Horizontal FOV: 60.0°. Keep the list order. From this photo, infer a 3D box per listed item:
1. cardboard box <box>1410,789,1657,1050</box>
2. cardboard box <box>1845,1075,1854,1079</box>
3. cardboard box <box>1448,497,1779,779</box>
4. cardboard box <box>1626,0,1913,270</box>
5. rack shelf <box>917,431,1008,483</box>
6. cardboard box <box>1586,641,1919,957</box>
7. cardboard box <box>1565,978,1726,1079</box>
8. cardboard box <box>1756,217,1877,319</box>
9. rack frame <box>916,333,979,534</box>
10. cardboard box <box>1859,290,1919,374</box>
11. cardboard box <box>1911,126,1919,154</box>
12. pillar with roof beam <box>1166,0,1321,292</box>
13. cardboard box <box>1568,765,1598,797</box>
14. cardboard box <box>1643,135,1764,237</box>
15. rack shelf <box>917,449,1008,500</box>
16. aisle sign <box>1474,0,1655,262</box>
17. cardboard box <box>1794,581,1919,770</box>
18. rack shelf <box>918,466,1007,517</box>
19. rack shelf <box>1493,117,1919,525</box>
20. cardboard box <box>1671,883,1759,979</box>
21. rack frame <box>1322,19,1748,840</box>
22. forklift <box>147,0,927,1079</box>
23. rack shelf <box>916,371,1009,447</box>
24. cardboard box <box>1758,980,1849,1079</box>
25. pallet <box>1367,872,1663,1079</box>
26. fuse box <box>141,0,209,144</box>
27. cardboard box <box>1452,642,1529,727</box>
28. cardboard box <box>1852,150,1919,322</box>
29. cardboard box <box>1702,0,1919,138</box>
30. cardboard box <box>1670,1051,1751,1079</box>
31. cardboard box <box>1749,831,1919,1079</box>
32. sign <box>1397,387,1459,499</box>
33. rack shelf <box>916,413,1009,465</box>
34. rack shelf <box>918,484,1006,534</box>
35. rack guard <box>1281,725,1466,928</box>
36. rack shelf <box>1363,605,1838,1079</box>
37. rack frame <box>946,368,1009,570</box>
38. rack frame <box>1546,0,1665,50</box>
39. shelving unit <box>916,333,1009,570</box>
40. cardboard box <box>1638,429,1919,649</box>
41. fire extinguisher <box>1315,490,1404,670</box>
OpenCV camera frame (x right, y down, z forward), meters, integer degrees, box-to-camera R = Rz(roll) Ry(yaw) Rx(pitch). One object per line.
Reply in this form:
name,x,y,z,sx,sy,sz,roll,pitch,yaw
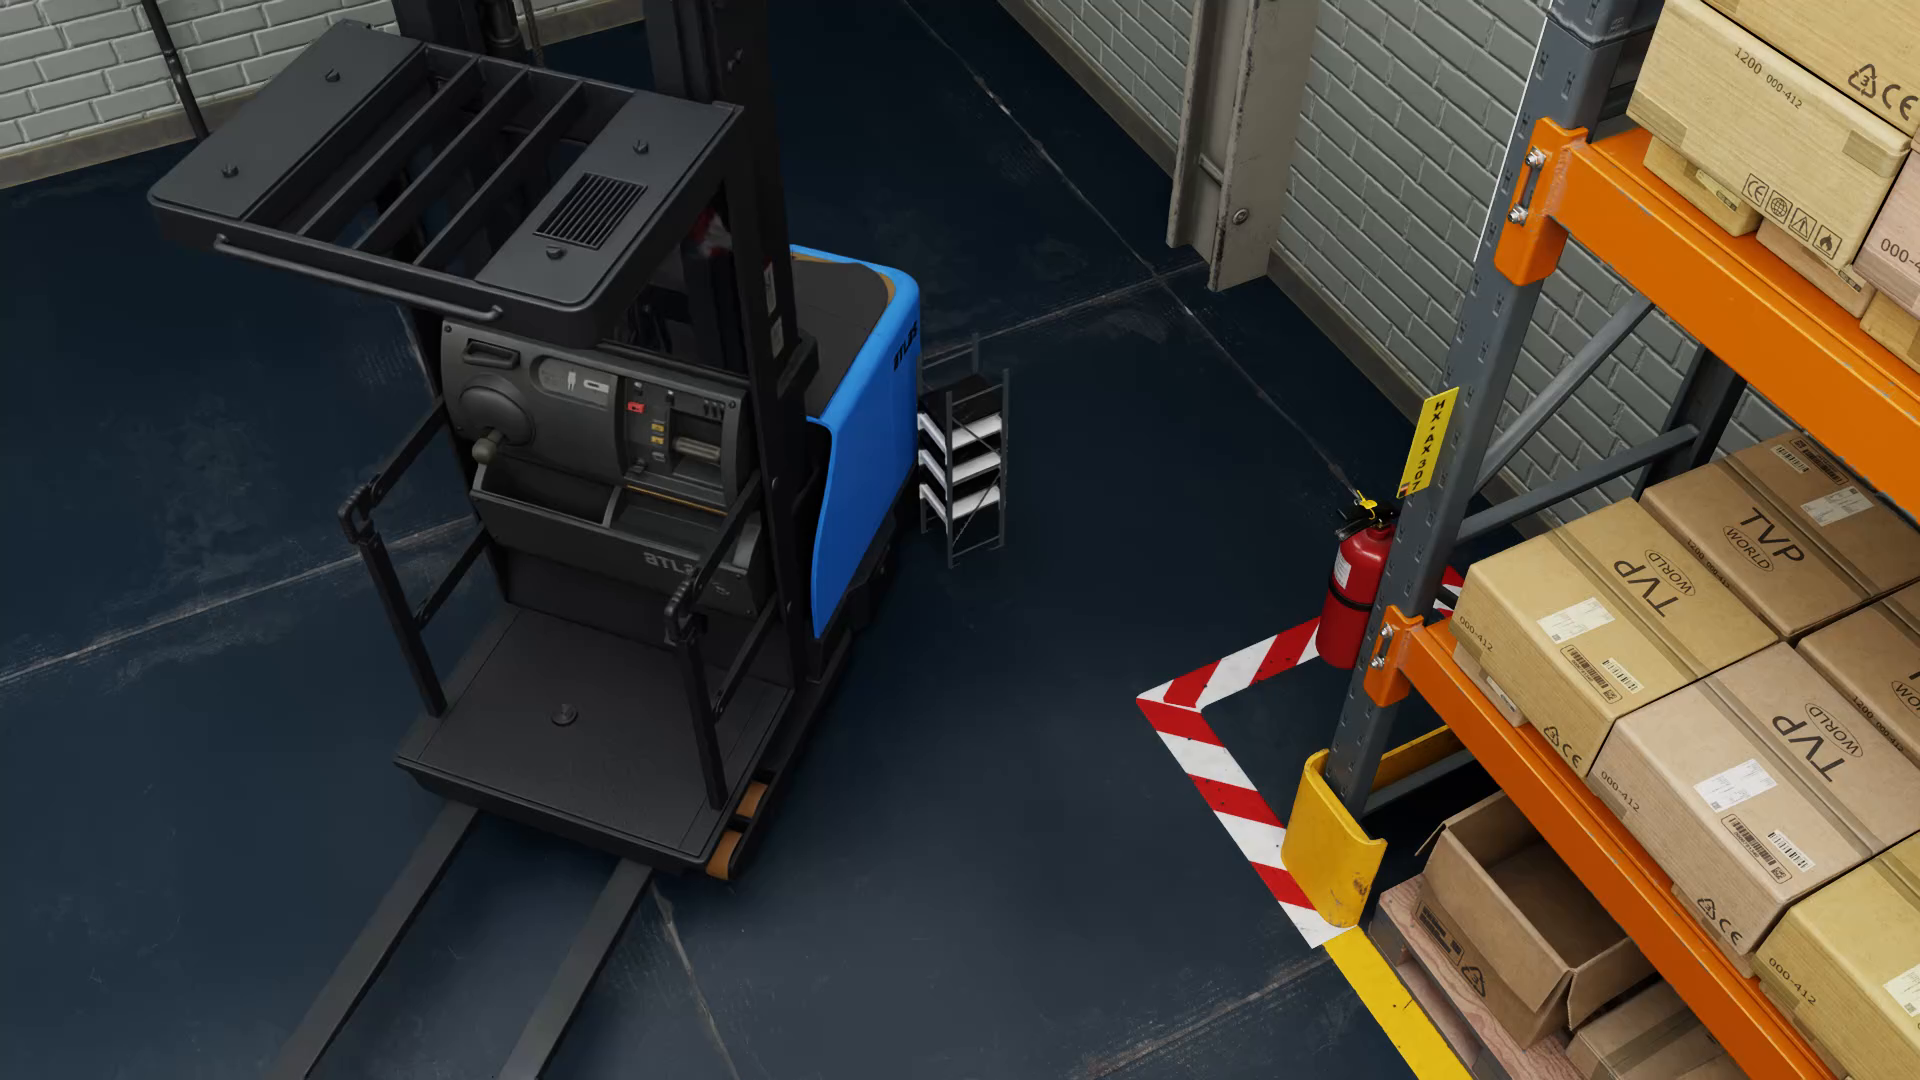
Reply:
cardboard box,1.770,1.000,4.762,0.797,0.503,0.637,-23,53,-19
cardboard box,2.026,1.151,3.418,0.380,0.149,0.250,-23,53,-19
cardboard box,1.542,0.222,3.965,0.500,0.250,0.500,-21,52,-17
cardboard box,1.534,-0.771,2.841,0.500,0.250,0.500,-22,52,-18
rack shelf,0.008,-0.336,5.871,0.258,0.077,0.200,-23,53,-19
cardboard box,1.773,0.559,3.670,0.500,0.250,0.500,-21,52,-17
cardboard box,1.929,1.414,4.635,0.380,0.149,0.250,-23,53,-19
cardboard box,1.656,-0.571,2.931,0.380,0.149,0.250,-20,52,-17
rack frame,-0.042,-0.365,5.971,0.240,0.900,0.006,-23,53,-19
cardboard box,1.759,-0.393,2.775,0.380,0.149,0.250,-21,52,-17
cardboard box,1.770,-0.596,2.356,0.500,0.250,0.500,-22,52,-18
pillar with roof beam,-2.686,-2.733,2.662,9.100,9.000,0.400,-21,52,-18
cardboard box,1.638,0.426,4.052,0.380,0.149,0.250,-20,52,-17
cardboard box,1.513,-0.737,3.076,0.380,0.149,0.250,-20,52,-17
rack shelf,0.008,-0.276,5.938,0.258,0.077,0.200,-23,53,-19
aisle sign,1.282,-0.926,3.340,0.394,0.787,0.004,-21,52,-18
cardboard box,2.255,0.388,3.820,0.500,0.250,0.500,-21,52,-17
rack shelf,0.008,-0.217,6.006,0.258,0.077,0.200,-23,53,-19
rack shelf,2.489,0.462,2.338,1.077,0.370,4.000,-21,52,-18
cardboard box,1.850,0.780,3.742,0.380,0.149,0.250,-20,52,-16
rack frame,1.574,-0.126,4.367,1.000,3.000,0.127,-21,52,-18
forklift,-1.106,-0.243,4.515,1.130,2.935,3.031,16,51,13
rack shelf,0.008,-0.454,5.735,0.258,0.077,0.200,-23,53,-19
cardboard box,1.977,0.956,3.588,0.380,0.149,0.250,-20,52,-17
pallet,1.974,1.376,4.906,1.003,0.211,1.213,-21,52,-18
fuse box,-3.504,-2.381,7.196,0.539,1.711,0.414,-21,52,-18
cardboard box,1.480,0.271,4.187,0.380,0.149,0.250,-22,52,-18
cardboard box,1.785,-0.438,2.549,0.500,0.250,0.500,-20,52,-17
cardboard box,1.554,-0.943,2.659,0.500,0.250,0.500,-22,52,-18
cardboard box,2.126,1.586,4.251,0.700,0.500,0.500,-19,52,-16
cardboard box,2.008,0.897,3.374,0.500,0.250,0.500,-22,52,-18
sign,1.092,-0.224,3.878,0.100,0.325,0.005,-21,52,-18
rack shelf,0.008,-0.395,5.803,0.258,0.077,0.200,-23,53,-19
rack shelf,0.008,-0.158,6.074,0.258,0.077,0.200,-23,53,-19
rack guard,1.609,0.748,5.264,1.175,0.500,0.348,-21,52,-18
rack shelf,2.489,1.450,3.467,1.077,0.370,4.000,-21,52,-18
rack frame,0.059,-0.232,5.855,0.240,0.900,0.006,-23,53,-19
rack frame,1.574,-2.101,2.109,1.000,3.000,0.127,-21,52,-18
shelving unit,0.008,-0.298,5.913,0.258,0.900,0.210,-23,53,-19
cardboard box,2.020,0.042,4.123,0.500,0.250,0.500,-20,52,-16
fire extinguisher,1.096,0.083,4.484,0.296,0.674,0.183,-21,52,-18
